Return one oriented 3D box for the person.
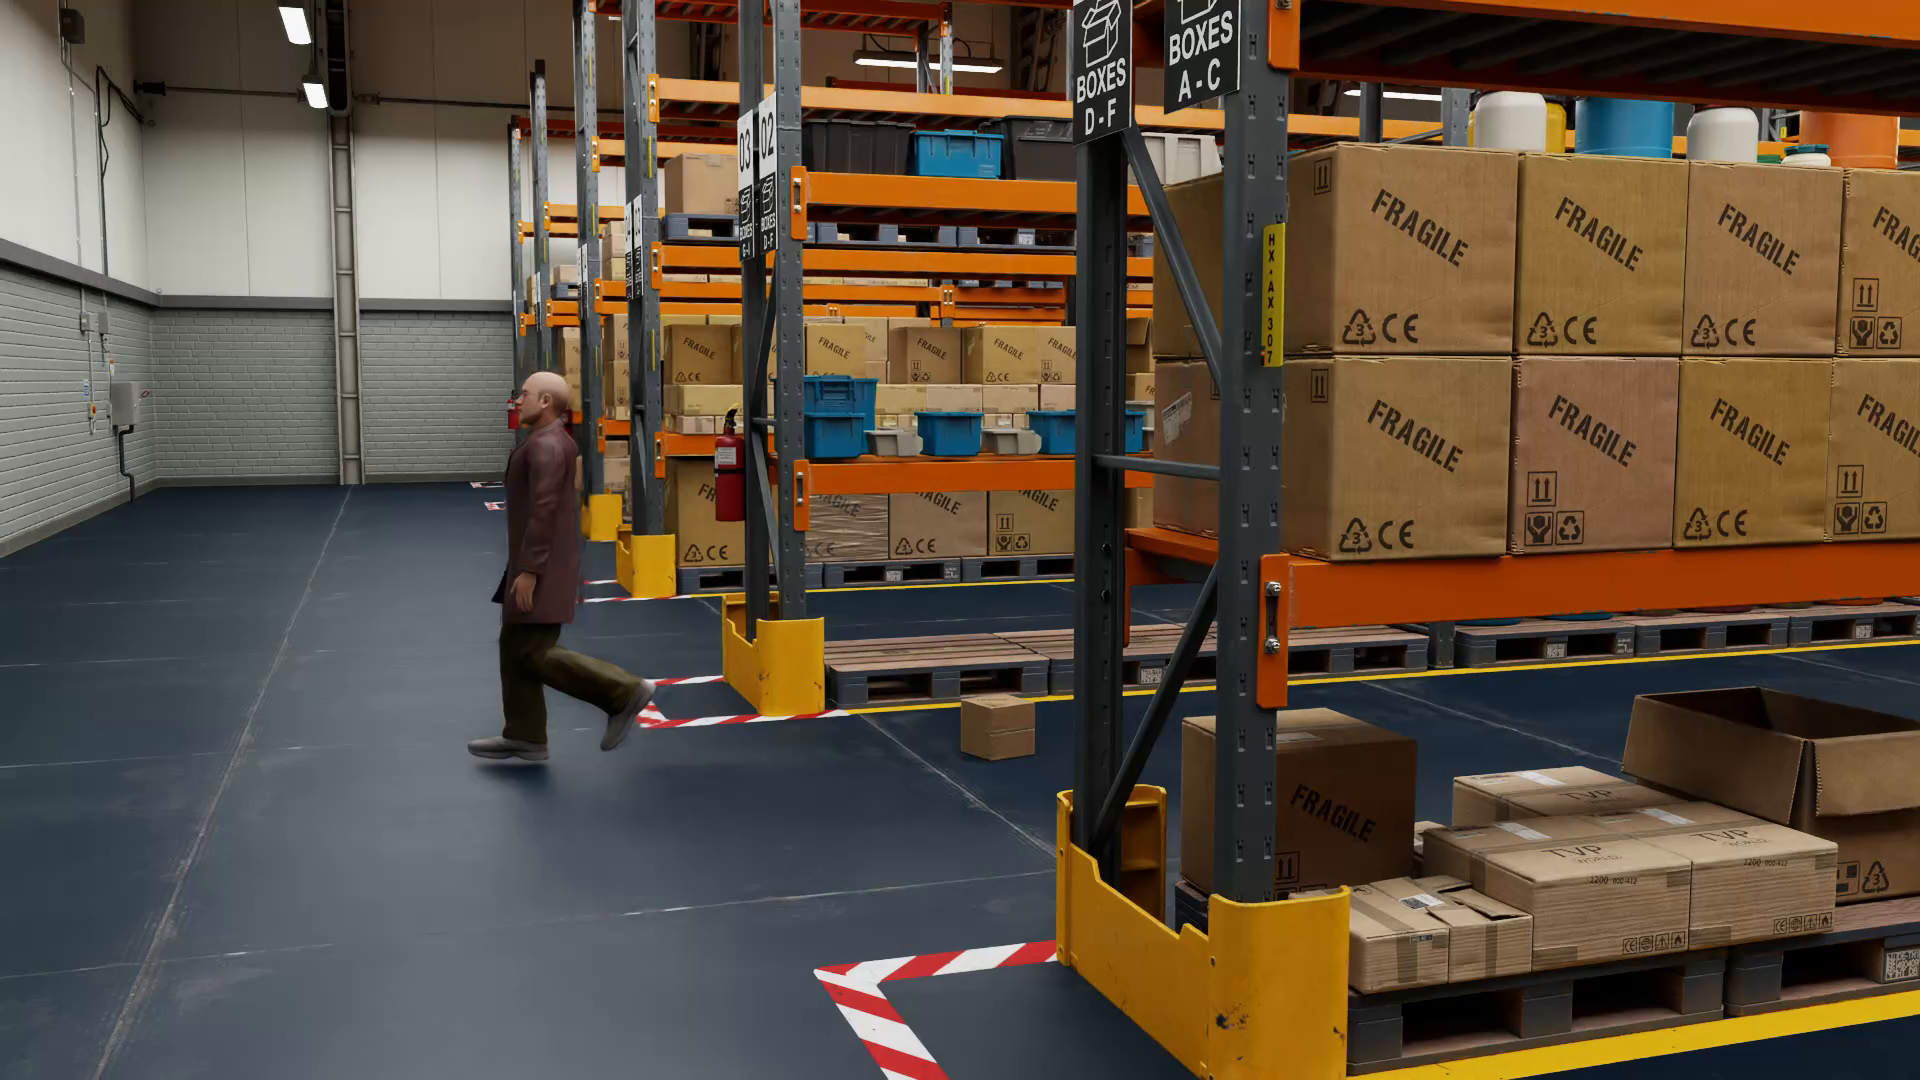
[{"bbox_3d":[-1.807,0.124,7.473,0.860,1.752,0.602,-1,6,-7],"label":"person"}]
